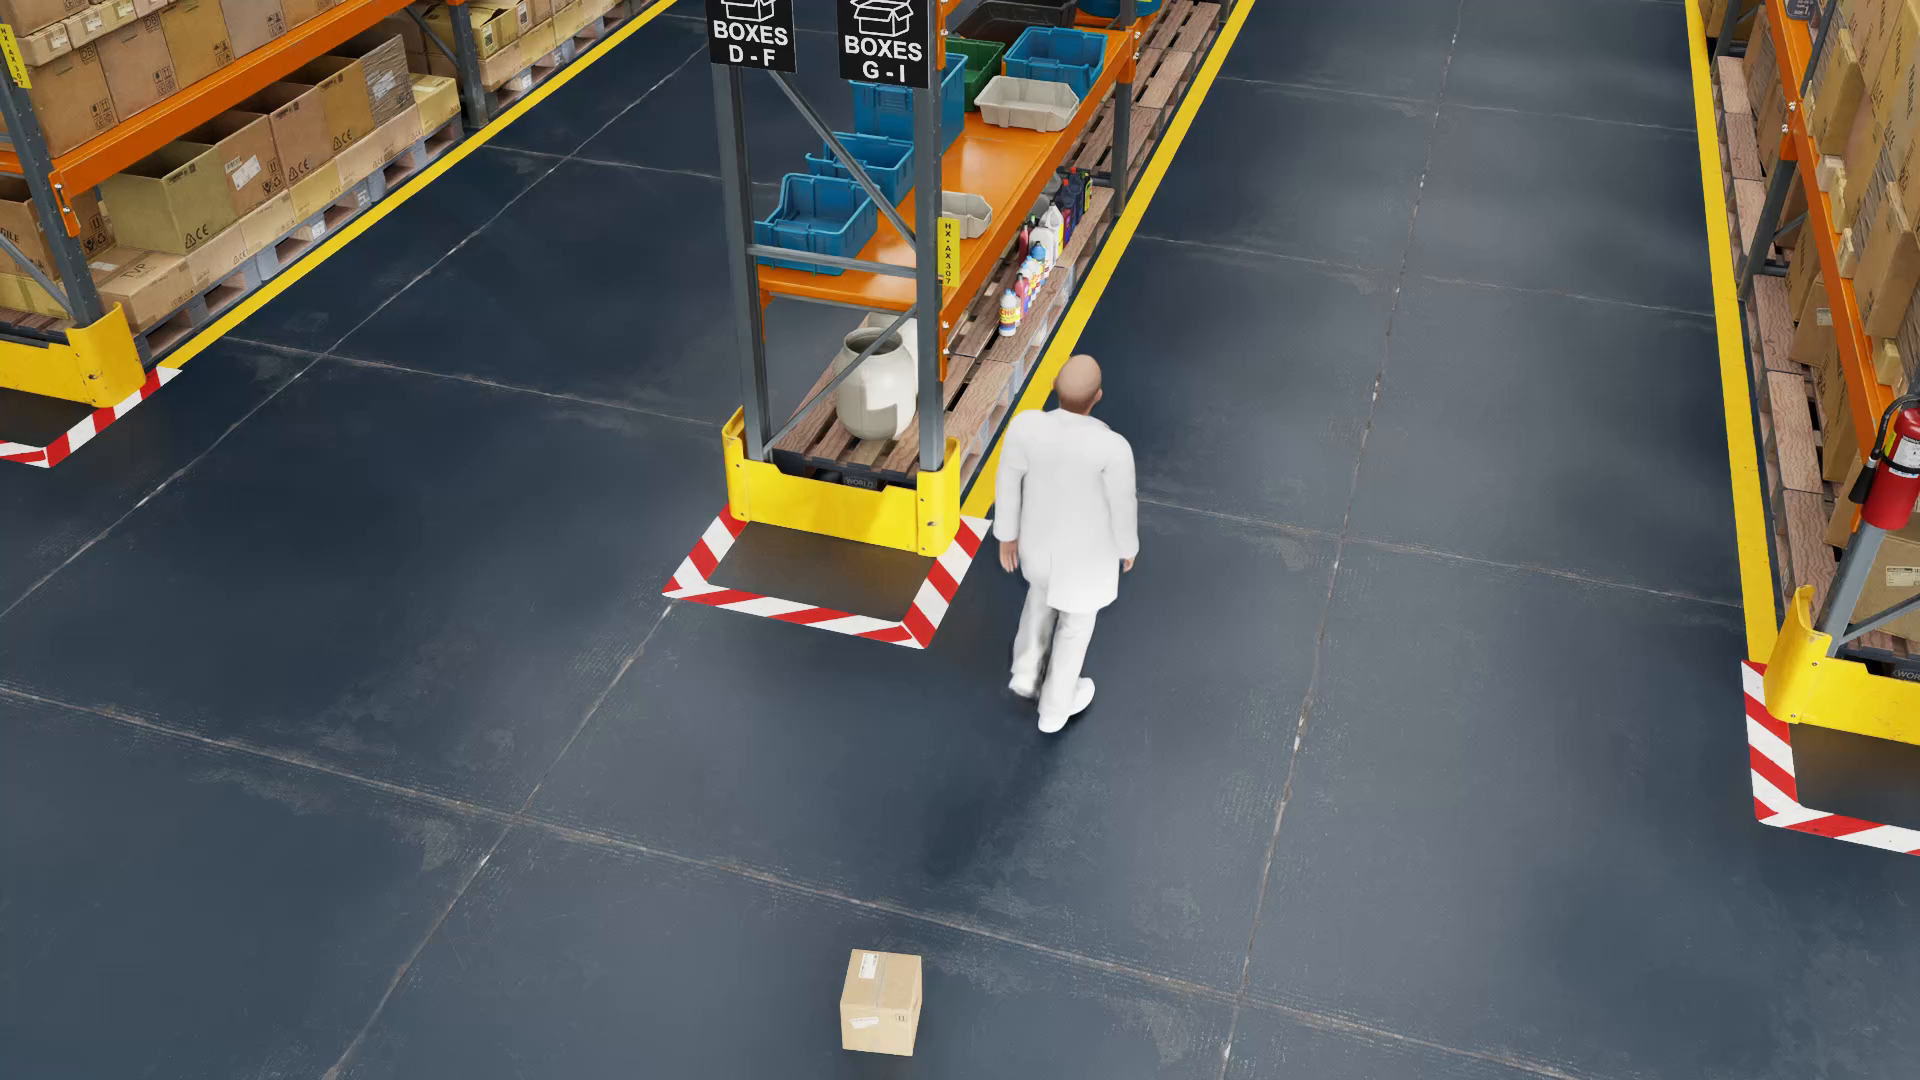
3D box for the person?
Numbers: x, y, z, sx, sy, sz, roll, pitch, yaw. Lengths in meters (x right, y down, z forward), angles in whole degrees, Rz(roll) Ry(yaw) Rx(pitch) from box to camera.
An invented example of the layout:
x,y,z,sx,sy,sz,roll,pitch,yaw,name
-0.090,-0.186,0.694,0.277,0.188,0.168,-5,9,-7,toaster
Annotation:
x,y,z,sx,sy,sz,roll,pitch,yaw,name
0.448,0.019,6.856,0.587,1.805,0.480,19,40,23,person
